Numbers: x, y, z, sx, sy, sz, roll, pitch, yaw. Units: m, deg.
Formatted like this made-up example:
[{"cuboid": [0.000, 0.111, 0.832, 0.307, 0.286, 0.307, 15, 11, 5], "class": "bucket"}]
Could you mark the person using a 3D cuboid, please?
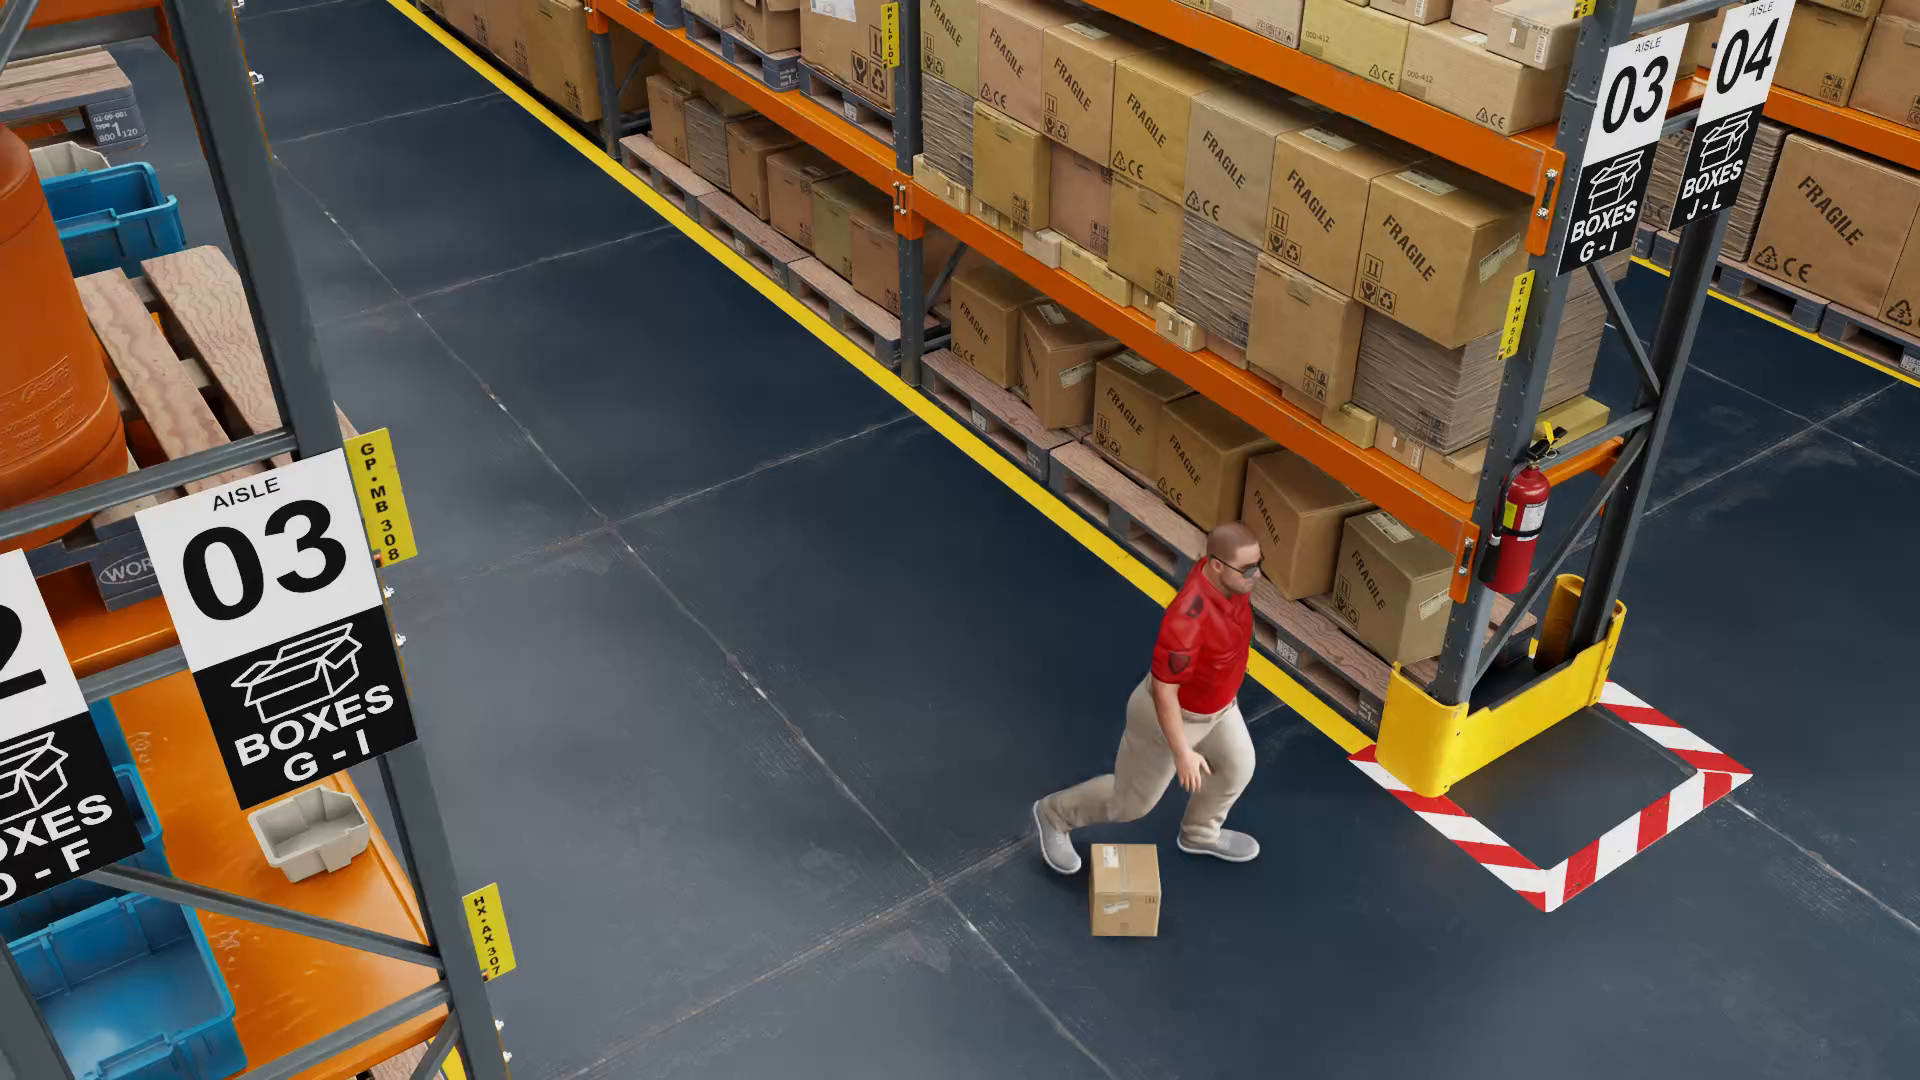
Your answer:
[{"cuboid": [0.868, 0.361, 5.973, 0.366, 1.015, 0.623, 20, 41, 25], "class": "person"}]
